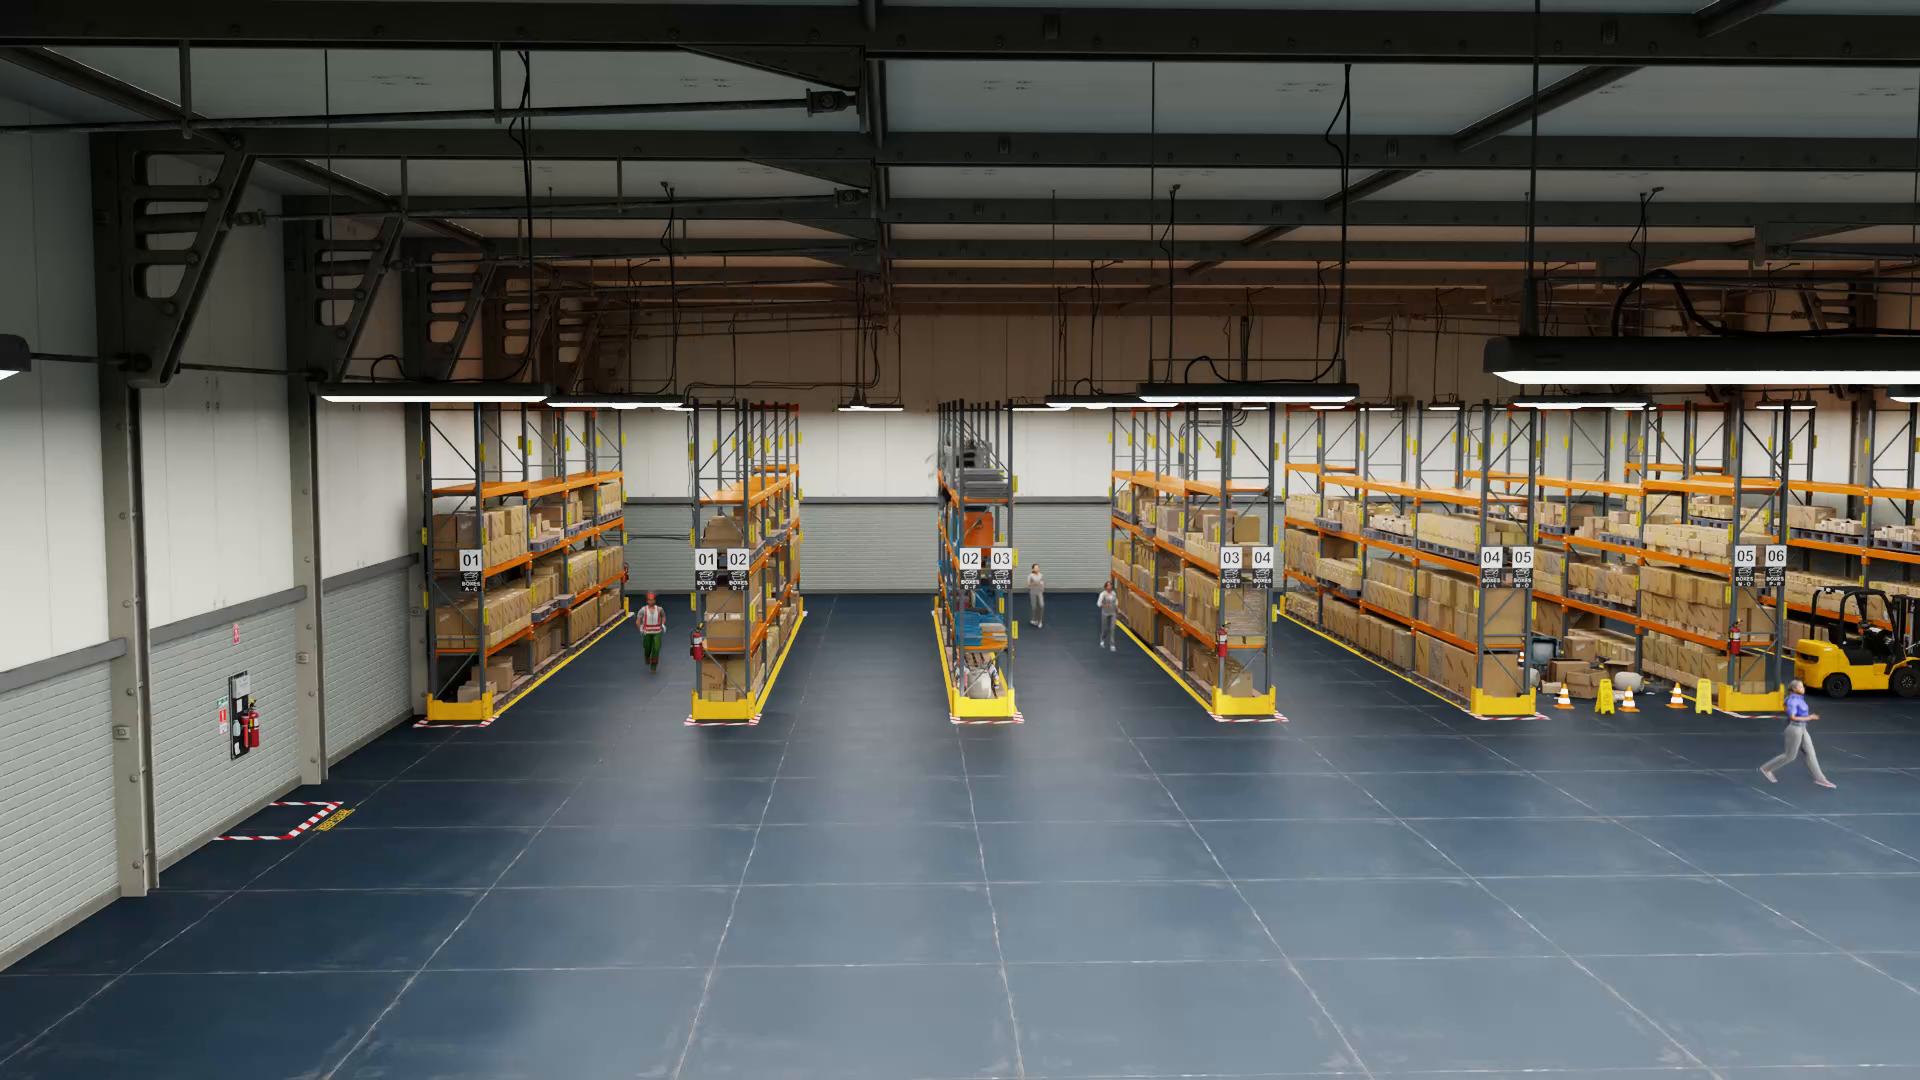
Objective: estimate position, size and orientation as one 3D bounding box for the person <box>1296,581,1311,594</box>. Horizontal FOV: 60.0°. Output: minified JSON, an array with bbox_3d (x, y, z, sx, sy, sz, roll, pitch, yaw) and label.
[{"bbox_3d":[10.182,1.141,48.904,0.507,1.734,0.702,0,4,0],"label":"person"}]

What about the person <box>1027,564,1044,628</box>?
[{"bbox_3d":[2.050,1.500,44.747,0.546,1.696,0.720,-1,4,-13],"label":"person"}]

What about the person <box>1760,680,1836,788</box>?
[{"bbox_3d":[12.838,2.939,25.432,1.034,1.613,0.589,4,6,42],"label":"person"}]

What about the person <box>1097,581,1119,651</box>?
[{"bbox_3d":[3.424,1.735,38.237,0.551,1.586,0.761,-1,4,-12],"label":"person"}]

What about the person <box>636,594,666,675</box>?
[{"bbox_3d":[-6.809,2.057,36.759,0.665,1.761,0.823,-1,5,-17],"label":"person"}]
